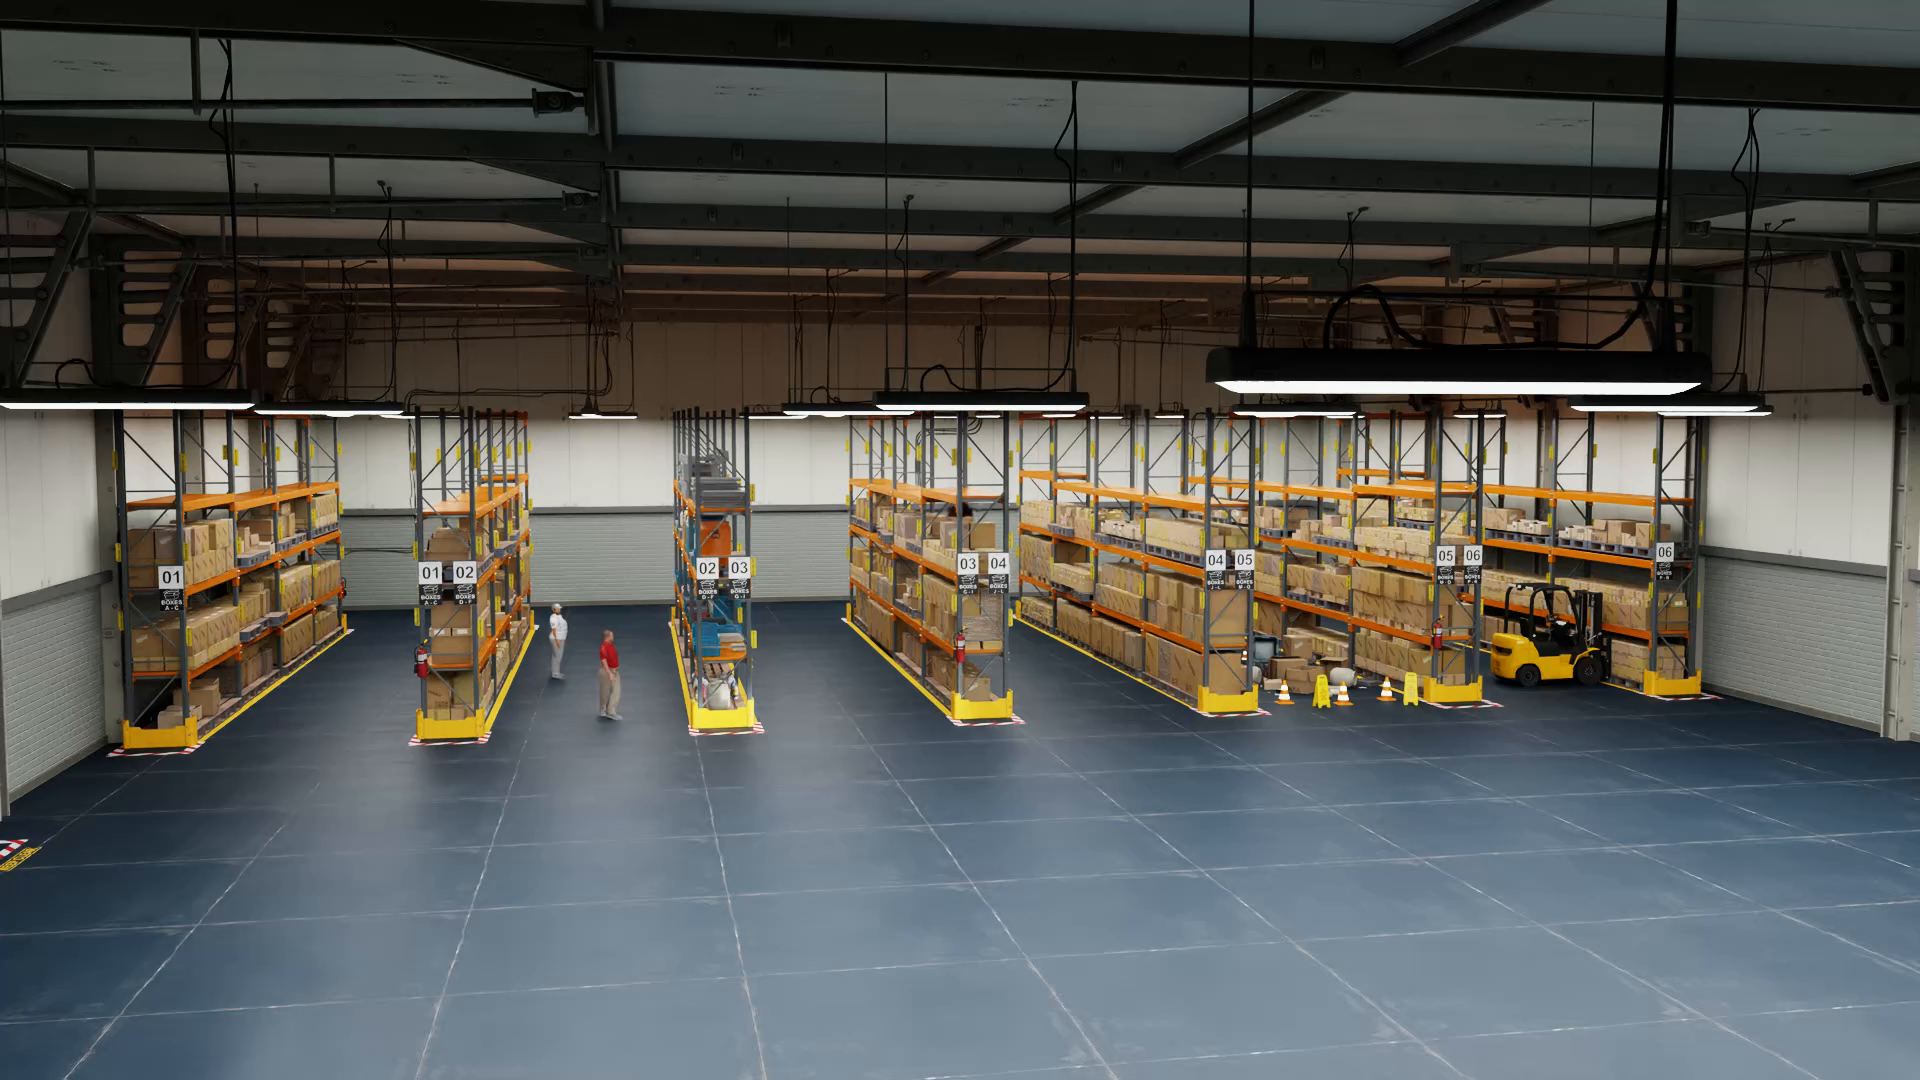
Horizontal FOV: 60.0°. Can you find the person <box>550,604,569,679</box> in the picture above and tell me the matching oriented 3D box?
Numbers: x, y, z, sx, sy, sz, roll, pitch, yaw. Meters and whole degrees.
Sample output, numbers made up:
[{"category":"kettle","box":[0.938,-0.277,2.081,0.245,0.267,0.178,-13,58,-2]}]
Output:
[{"category":"person","box":[-8.968,2.270,37.240,0.433,1.704,0.501,-1,4,-14]}]

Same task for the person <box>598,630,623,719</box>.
[{"category":"person","box":[-6.771,2.603,32.060,0.712,1.731,0.526,3,5,34]}]
